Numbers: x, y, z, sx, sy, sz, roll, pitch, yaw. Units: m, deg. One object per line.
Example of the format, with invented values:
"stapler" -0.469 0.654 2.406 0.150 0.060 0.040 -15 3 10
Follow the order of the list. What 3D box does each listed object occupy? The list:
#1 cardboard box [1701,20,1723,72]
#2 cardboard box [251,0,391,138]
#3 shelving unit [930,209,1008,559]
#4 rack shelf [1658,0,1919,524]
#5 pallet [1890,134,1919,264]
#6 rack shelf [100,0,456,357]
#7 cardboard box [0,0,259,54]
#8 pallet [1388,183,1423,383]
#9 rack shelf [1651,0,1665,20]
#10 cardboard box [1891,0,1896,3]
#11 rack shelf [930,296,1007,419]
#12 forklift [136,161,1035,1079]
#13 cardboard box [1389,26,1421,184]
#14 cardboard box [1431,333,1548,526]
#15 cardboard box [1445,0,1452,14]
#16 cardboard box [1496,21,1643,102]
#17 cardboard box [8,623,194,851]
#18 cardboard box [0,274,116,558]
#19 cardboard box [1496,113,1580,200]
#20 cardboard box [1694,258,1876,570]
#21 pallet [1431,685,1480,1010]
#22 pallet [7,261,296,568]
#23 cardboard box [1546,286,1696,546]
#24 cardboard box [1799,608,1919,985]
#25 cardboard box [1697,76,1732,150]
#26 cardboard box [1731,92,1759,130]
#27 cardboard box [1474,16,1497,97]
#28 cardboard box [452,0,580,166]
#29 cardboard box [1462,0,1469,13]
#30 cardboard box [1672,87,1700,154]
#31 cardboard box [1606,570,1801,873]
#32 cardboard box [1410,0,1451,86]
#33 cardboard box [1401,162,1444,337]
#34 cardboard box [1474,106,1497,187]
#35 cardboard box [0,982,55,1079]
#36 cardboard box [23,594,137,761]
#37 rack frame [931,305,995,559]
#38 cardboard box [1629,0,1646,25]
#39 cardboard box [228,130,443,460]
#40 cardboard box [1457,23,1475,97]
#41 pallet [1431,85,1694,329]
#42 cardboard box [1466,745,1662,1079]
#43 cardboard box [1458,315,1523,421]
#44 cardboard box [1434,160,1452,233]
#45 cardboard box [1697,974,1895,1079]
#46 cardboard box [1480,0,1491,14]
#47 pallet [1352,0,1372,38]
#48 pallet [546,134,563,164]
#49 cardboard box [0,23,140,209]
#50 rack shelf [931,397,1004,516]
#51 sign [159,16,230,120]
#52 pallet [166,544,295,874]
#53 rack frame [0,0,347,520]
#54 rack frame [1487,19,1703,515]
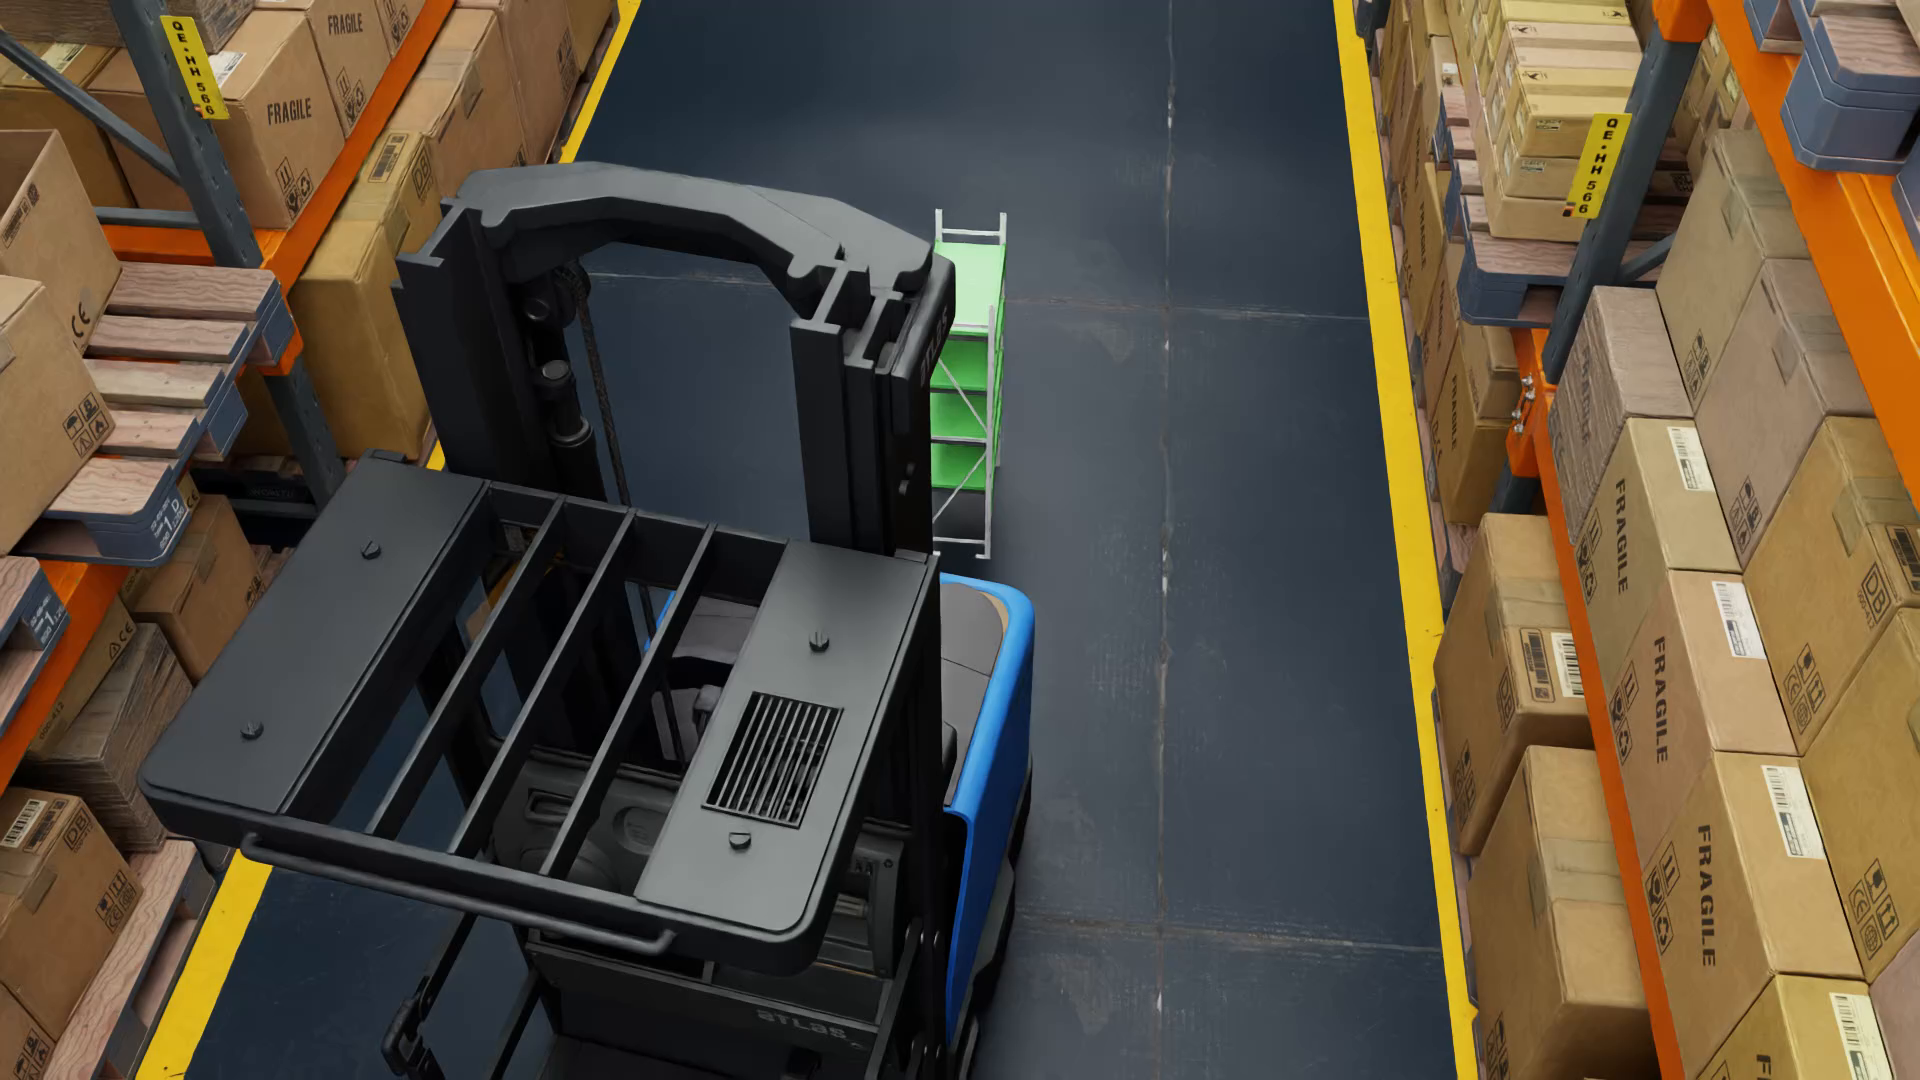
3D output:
"cardboard box" 2.507 -1.553 5.120 0.380 0.149 0.250 4 48 3
"cardboard box" -2.347 -1.750 5.750 0.500 0.500 0.500 3 48 2
"shelving unit" 0.015 -0.527 5.919 0.258 1.200 0.503 4 48 4
"rack shelf" 2.041 0.109 2.572 1.077 0.370 4.000 4 48 4
"pallet" 2.118 -0.241 2.533 1.003 0.211 1.213 6 48 5
"rack shelf" -2.525 -2.226 6.740 1.077 0.370 4.000 4 48 4
"cardboard box" -2.624 -1.907 5.214 0.797 0.503 0.637 5 48 5
"pallet" 2.410 -1.118 7.129 1.003 0.211 1.213 4 48 4
"rack shelf" 2.405 -2.830 5.260 1.077 0.370 4.000 4 48 4
"cardboard box" 1.938 -1.232 3.019 0.500 0.311 0.500 4 48 4
"rack shelf" 0.015 -0.645 5.789 0.258 0.148 0.480 4 48 4
"forklift" -0.634 0.840 3.495 1.130 2.935 3.031 11 48 10
"cardboard box" 2.210 -1.914 7.377 0.500 0.500 0.500 6 48 5
"cardboard box" 2.023 -0.390 5.983 0.500 0.500 0.500 4 48 3
"cardboard box" 1.932 -1.983 5.917 0.380 0.149 0.250 5 48 5
"cardboard box" 1.836 -1.424 5.002 0.380 0.149 0.250 3 48 3
"cardboard box" -2.786 0.599 5.066 0.700 0.500 0.500 0 48 0
"cardboard box" -2.668 -0.358 4.192 0.700 0.500 0.500 10 48 9
"cardboard box" 1.815 -1.142 4.946 0.380 0.149 0.250 5 48 4
"cardboard box" 2.128 -0.261 3.711 0.700 0.500 0.500 3 48 3
"pallet" 2.076 0.925 5.261 1.003 0.211 1.213 4 48 4
"pallet" -2.666 -0.403 4.716 1.213 0.211 1.003 4 48 4
"cardboard box" 1.913 -0.313 4.436 0.500 0.500 0.500 4 48 4
"cardboard box" 2.037 0.492 3.022 0.700 0.500 0.500 3 48 3
"cardboard box" 2.490 -1.289 5.081 0.380 0.149 0.250 6 48 5
"cardboard box" 2.459 -1.178 4.777 0.380 0.149 0.250 4 48 4
"cardboard box" 1.859 -1.532 5.302 0.380 0.149 0.250 5 48 4
"cardboard box" -2.461 -2.234 7.416 1.225 0.875 0.875 2 48 2
"cardboard box" 1.907 -1.898 5.637 0.380 0.149 0.250 4 48 3
"cardboard box" 2.514 -1.358 5.345 0.380 0.149 0.250 6 48 5
"cardboard box" 1.823 0.431 3.755 0.500 0.500 0.500 4 48 3
"cardboard box" 2.211 -2.165 7.098 0.500 0.250 0.500 5 48 5
"cardboard box" 2.106 -1.161 6.689 0.500 0.500 0.500 2 48 2
"cardboard box" 1.835 -1.224 5.222 0.380 0.149 0.250 4 48 3
"cardboard box" -2.881 1.426 4.309 0.700 0.500 0.500 0 48 0
"cardboard box" -2.776 0.328 4.805 0.500 0.250 0.500 9 48 8
"rack frame" -0.007 -0.347 5.755 0.240 1.200 0.015 4 48 4
"cardboard box" 2.584 -1.937 5.875 0.380 0.149 0.250 4 48 4
"cardboard box" -2.623 -0.929 6.222 1.225 0.875 0.875 2 48 2
"cardboard box" 1.884 -1.596 5.562 0.380 0.149 0.250 3 48 3
"pallet" 2.182 -1.057 5.314 1.213 0.211 1.003 4 48 4
"cardboard box" 2.002 1.111 4.441 1.050 0.750 0.750 5 48 4
"cardboard box" 2.024 -0.662 5.724 0.500 0.250 0.500 3 48 3
"cardboard box" 2.122 -1.407 6.405 0.500 0.250 0.500 5 48 4
"cardboard box" 1.732 1.171 3.079 0.500 0.500 0.500 4 48 4
"cardboard box" 1.881 -1.813 5.358 0.380 0.149 0.250 5 48 5
"pallet" 2.614 -3.085 8.929 1.003 0.211 1.213 4 48 4
"pallet" -2.446 -1.526 7.503 1.003 0.211 1.213 4 48 4
"cardboard box" -2.909 -1.412 5.441 0.500 0.500 0.500 5 48 5
"rack shelf" 0.015 -0.321 6.143 0.258 0.148 0.480 4 48 4
"sign" -2.166 -1.333 4.706 0.100 0.325 0.005 4 48 4
"pallet" -2.780 0.517 5.635 1.003 0.211 1.213 4 48 4
"rack frame" -2.707 -0.999 5.131 1.000 3.000 0.127 4 48 4
"rack frame" 2.223 -0.591 4.758 1.000 3.000 0.127 4 48 4
